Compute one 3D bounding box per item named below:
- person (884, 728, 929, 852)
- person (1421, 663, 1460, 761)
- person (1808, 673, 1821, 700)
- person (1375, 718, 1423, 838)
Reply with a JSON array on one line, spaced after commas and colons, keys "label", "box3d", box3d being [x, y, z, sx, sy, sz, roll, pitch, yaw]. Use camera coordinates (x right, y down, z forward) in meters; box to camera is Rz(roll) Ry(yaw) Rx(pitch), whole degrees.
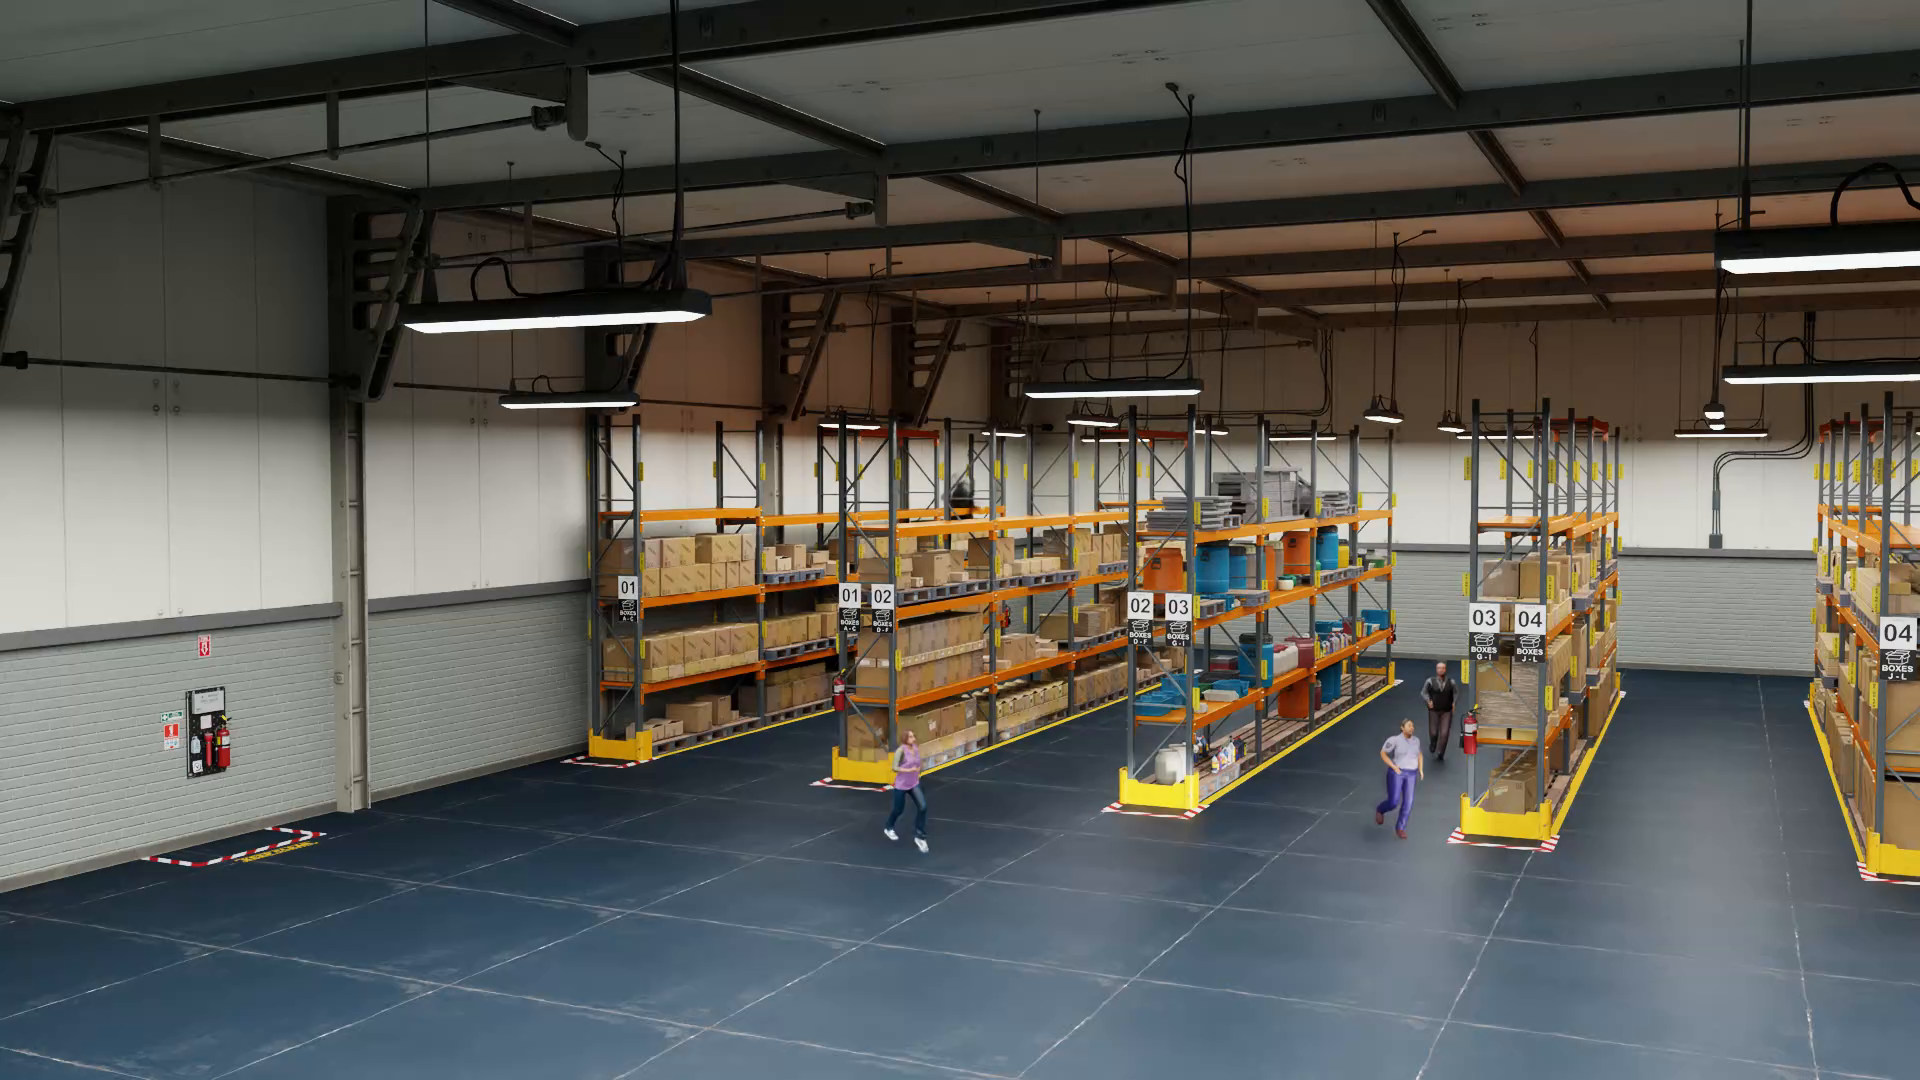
[{"label": "person", "box3d": [-0.761, 3.307, 22.093, 0.512, 1.638, 0.807, -2, 3, -38]}, {"label": "person", "box3d": [8.353, 2.972, 28.883, 0.652, 1.677, 0.584, 0, 2, 11]}, {"label": "person", "box3d": [19.007, 2.673, 36.255, 0.863, 1.682, 0.672, 0, 2, 11]}, {"label": "person", "box3d": [6.126, 3.263, 22.990, 0.654, 1.600, 0.734, 0, 2, -9]}]
